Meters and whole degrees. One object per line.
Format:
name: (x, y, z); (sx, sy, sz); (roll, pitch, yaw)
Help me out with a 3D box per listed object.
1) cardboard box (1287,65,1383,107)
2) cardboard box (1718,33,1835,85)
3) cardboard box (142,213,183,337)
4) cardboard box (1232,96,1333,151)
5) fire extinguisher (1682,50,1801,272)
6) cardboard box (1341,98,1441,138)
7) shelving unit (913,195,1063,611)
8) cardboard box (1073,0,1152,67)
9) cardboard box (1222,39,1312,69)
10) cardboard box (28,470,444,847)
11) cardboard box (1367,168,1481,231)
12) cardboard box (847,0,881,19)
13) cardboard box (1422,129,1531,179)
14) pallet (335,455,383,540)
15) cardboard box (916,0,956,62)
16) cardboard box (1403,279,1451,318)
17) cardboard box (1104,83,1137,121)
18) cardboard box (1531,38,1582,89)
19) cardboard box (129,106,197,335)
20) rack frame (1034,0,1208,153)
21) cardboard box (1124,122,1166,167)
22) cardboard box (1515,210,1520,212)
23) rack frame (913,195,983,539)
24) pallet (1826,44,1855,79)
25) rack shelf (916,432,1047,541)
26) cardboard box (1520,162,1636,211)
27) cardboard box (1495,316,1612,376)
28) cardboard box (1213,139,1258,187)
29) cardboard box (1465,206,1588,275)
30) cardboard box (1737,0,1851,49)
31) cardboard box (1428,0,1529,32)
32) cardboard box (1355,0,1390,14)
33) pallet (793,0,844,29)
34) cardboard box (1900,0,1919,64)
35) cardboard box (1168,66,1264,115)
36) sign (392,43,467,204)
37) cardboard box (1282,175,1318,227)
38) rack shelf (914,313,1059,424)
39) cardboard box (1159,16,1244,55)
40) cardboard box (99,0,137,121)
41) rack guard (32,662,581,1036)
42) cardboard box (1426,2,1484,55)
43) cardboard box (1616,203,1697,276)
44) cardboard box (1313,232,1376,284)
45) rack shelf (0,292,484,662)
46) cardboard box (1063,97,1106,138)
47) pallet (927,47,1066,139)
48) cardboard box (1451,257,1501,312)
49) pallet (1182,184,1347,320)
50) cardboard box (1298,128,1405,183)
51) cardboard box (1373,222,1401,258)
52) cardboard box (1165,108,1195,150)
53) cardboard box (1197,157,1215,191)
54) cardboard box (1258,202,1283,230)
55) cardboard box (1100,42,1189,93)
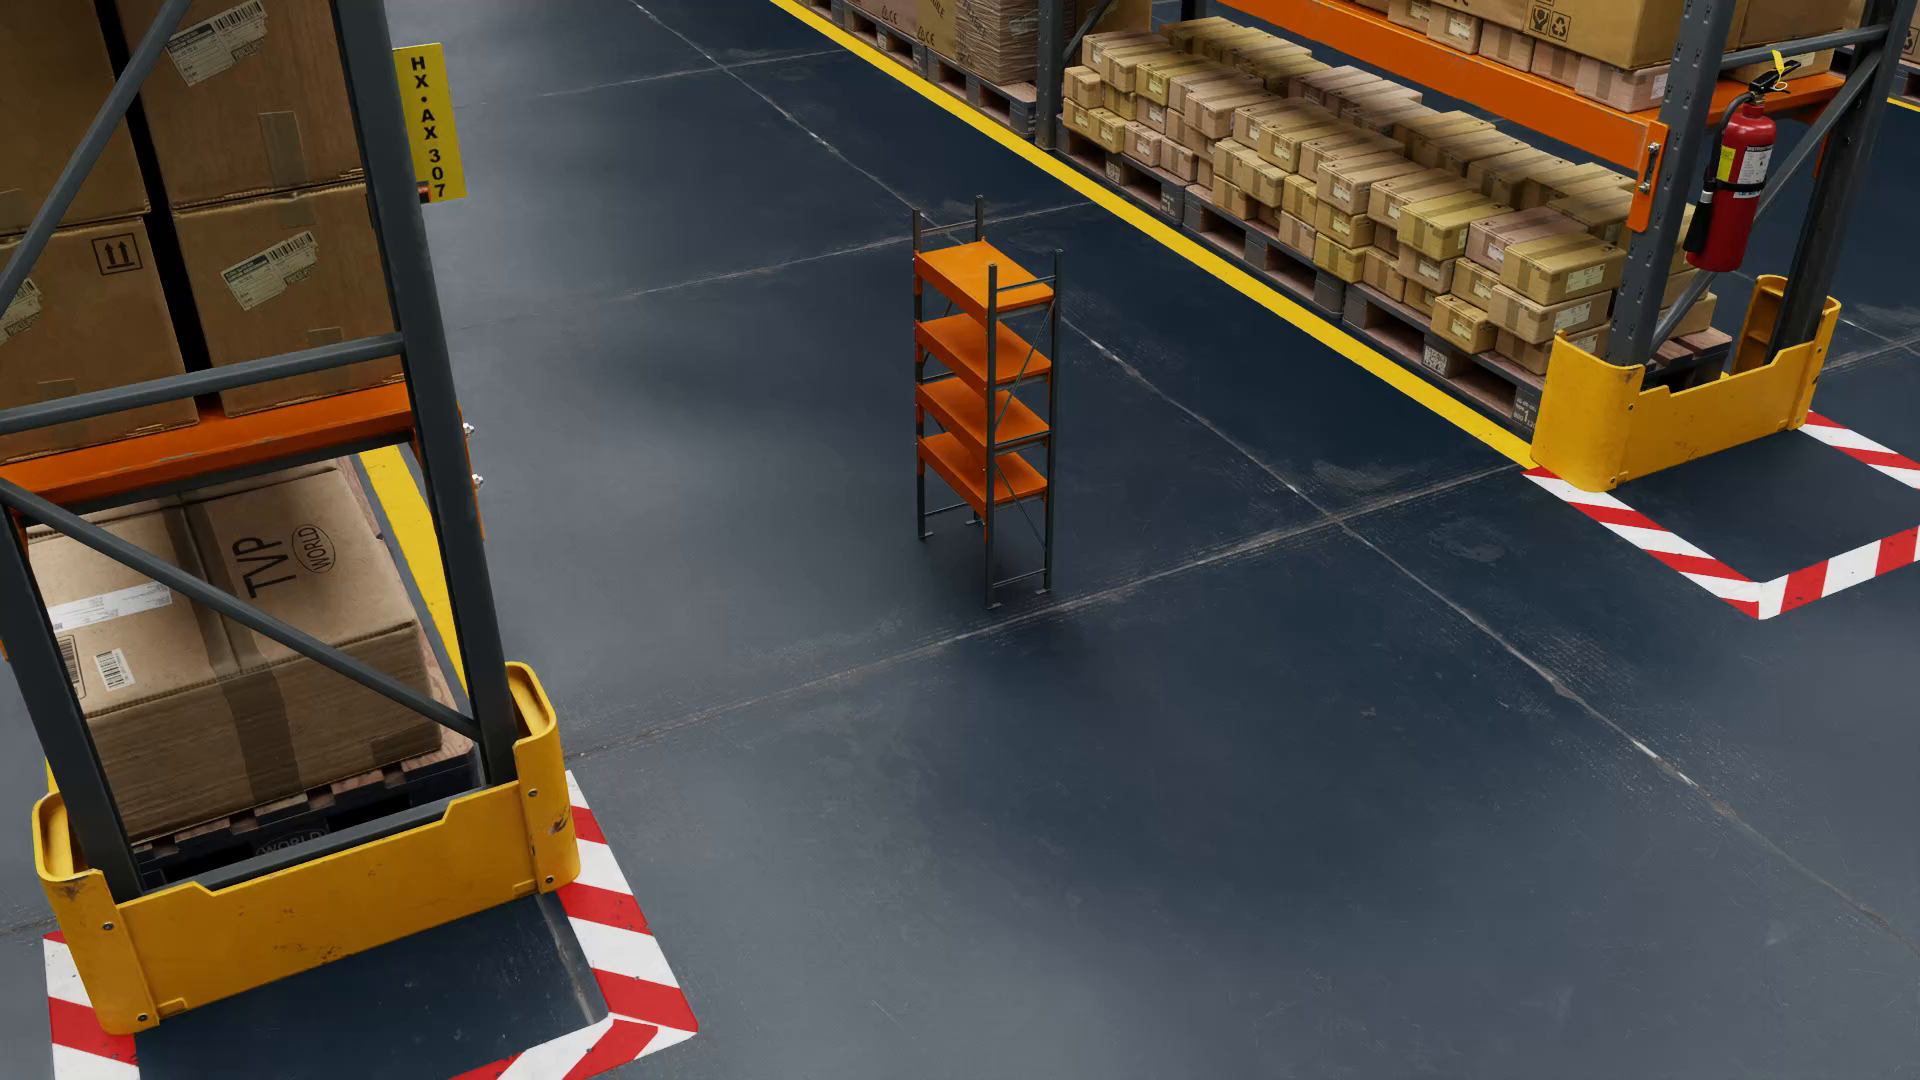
cardboard box: (1.813, -2.167, 8.054); (0.380, 0.149, 0.250); (-18, 37, -25)
cardboard box: (2.884, -1.745, 5.926); (0.380, 0.149, 0.250); (-16, 36, -23)
cardboard box: (-2.266, -0.770, 4.078); (0.500, 0.500, 0.500); (-17, 36, -24)
cardboard box: (1.483, -1.908, 7.650); (0.380, 0.149, 0.250); (-17, 37, -25)
fire extinguisher: (2.454, -1.188, 5.241); (0.296, 0.674, 0.183); (-16, 36, -23)
cardboard box: (1.969, -1.895, 7.629); (0.380, 0.149, 0.250); (-16, 36, -23)
shelving unit: (0.077, -0.426, 5.303); (0.258, 1.200, 0.503); (-16, 36, -23)
cardboard box: (0.770, -3.066, 9.683); (0.500, 0.500, 0.500); (-14, 35, -21)
cardboard box: (1.553, -2.416, 8.443); (0.380, 0.149, 0.250); (-16, 36, -24)
cardboard box: (-1.983, 0.292, 4.500); (0.875, 0.438, 0.875); (-17, 36, -25)
cardboard box: (1.910, -1.395, 6.849); (0.380, 0.149, 0.250); (-17, 37, -25)
cardboard box: (-0.400, -3.671, 10.628); (0.500, 0.500, 0.500); (-17, 36, -24)
cardboard box: (2.253, -1.662, 7.266); (0.380, 0.149, 0.250); (-14, 35, -21)
pallet: (-2.593, -0.090, 5.694); (1.003, 0.211, 1.213); (-16, 36, -23)
cardboard box: (0.074, -3.182, 9.864); (0.500, 0.500, 0.500); (-17, 36, -24)
cardboard box: (2.059, -1.034, 6.837); (0.380, 0.149, 0.250); (-16, 36, -23)
cardboard box: (0.964, -2.273, 8.495); (0.380, 0.149, 0.250); (-16, 36, -23)
cardboard box: (2.261, -1.721, 5.888); (0.380, 0.149, 0.250); (-16, 36, -23)
cardboard box: (-1.817, -0.898, 4.279); (0.500, 0.500, 0.500); (-16, 36, -24)
rack frame: (0.880, -3.523, 8.468); (1.000, 3.000, 0.127); (-16, 36, -23)
cardboard box: (1.052, -2.012, 8.363); (0.380, 0.149, 0.250); (-16, 36, -23)
cardboard box: (2.434, -1.419, 7.162); (0.380, 0.149, 0.250); (-15, 35, -22)
rack frame: (-0.037, -0.543, 5.485); (0.240, 1.200, 0.015); (-16, 36, -23)
pallet: (5.601, -3.165, 10.495); (1.003, 0.211, 1.213); (-16, 36, -23)
rack shelf: (0.077, -0.202, 5.446); (0.258, 0.148, 0.480); (-16, 36, -23)
cardboard box: (2.563, -1.430, 6.903); (0.380, 0.149, 0.250); (-16, 36, -23)
cardboard box: (2.315, -0.789, 6.454); (0.380, 0.149, 0.250); (-15, 36, -22)
cardboard box: (1.401, -1.762, 7.698); (0.380, 0.149, 0.250); (-16, 36, -23)
cardboard box: (2.208, -1.164, 6.488); (0.380, 0.149, 0.250); (-15, 36, -22)
cardboard box: (2.780, -2.065, 5.824); (0.500, 0.500, 0.500); (-14, 35, -21)
cardboard box: (2.073, -2.178, 6.000); (0.500, 0.500, 0.500); (-16, 36, -24)
cardboard box: (1.821, -2.229, 6.682); (0.380, 0.149, 0.250); (-17, 37, -25)
pallet: (-0.622, -3.884, 11.617); (1.003, 0.211, 1.213); (-16, 36, -23)
cardboard box: (5.972, -3.240, 9.606); (0.875, 0.875, 0.875); (-16, 36, -23)
cardboard box: (1.237, -2.160, 8.042); (0.380, 0.149, 0.250); (-17, 36, -24)
sign: (-1.093, -0.855, 3.428); (0.100, 0.325, 0.005); (-16, 36, -23)
cardboard box: (1.647, -1.514, 7.310); (0.380, 0.149, 0.250); (-14, 35, -21)
rack shelf: (0.077, -0.558, 5.219); (0.258, 0.148, 0.480); (-16, 36, -23)
cardboard box: (1.277, -2.645, 8.800); (0.380, 0.149, 0.250); (-15, 36, -22)
cardboard box: (-1.806, -1.329, 4.025); (0.500, 0.500, 0.500); (-17, 36, -24)
rack guard: (-1.575, 0.743, 4.126); (1.175, 0.500, 0.348); (-16, 36, -23)
cardboard box: (1.991, -1.952, 6.250); (0.380, 0.149, 0.250); (-15, 36, -22)
cardboard box: (2.802, -1.176, 6.507); (0.380, 0.149, 0.250); (-18, 37, -25)
cardboard box: (1.758, -1.254, 7.181); (0.380, 0.149, 0.250); (-18, 37, -25)
rack shelf: (-2.519, -0.972, 5.154); (1.077, 0.370, 4.000); (-16, 36, -23)
cardboard box: (0.766, -2.245, 8.726); (0.380, 0.149, 0.250); (-18, 37, -25)
pallet: (0.516, -2.720, 9.799); (1.003, 0.211, 1.213); (-16, 36, -23)
cardboard box: (2.173, -1.034, 6.561); (0.380, 0.149, 0.250); (-17, 36, -24)
pallet: (1.798, -1.454, 7.824); (1.003, 0.211, 1.213); (-16, 36, -23)
cardboard box: (1.711, -1.663, 7.267); (0.380, 0.149, 0.250); (-17, 36, -25)
cardboard box: (1.969, -1.297, 6.972); (0.380, 0.149, 0.250); (-16, 36, -24)
cardboard box: (1.232, -2.036, 8.125); (0.380, 0.149, 0.250); (-18, 37, -25)
cardboard box: (1.371, -1.784, 8.007); (0.380, 0.149, 0.250); (-17, 37, -25)
cardboard box: (1.597, -1.529, 7.610); (0.380, 0.149, 0.250); (-15, 36, -22)
cardboard box: (0.934, -2.387, 8.397); (0.380, 0.149, 0.250); (-14, 35, -21)
